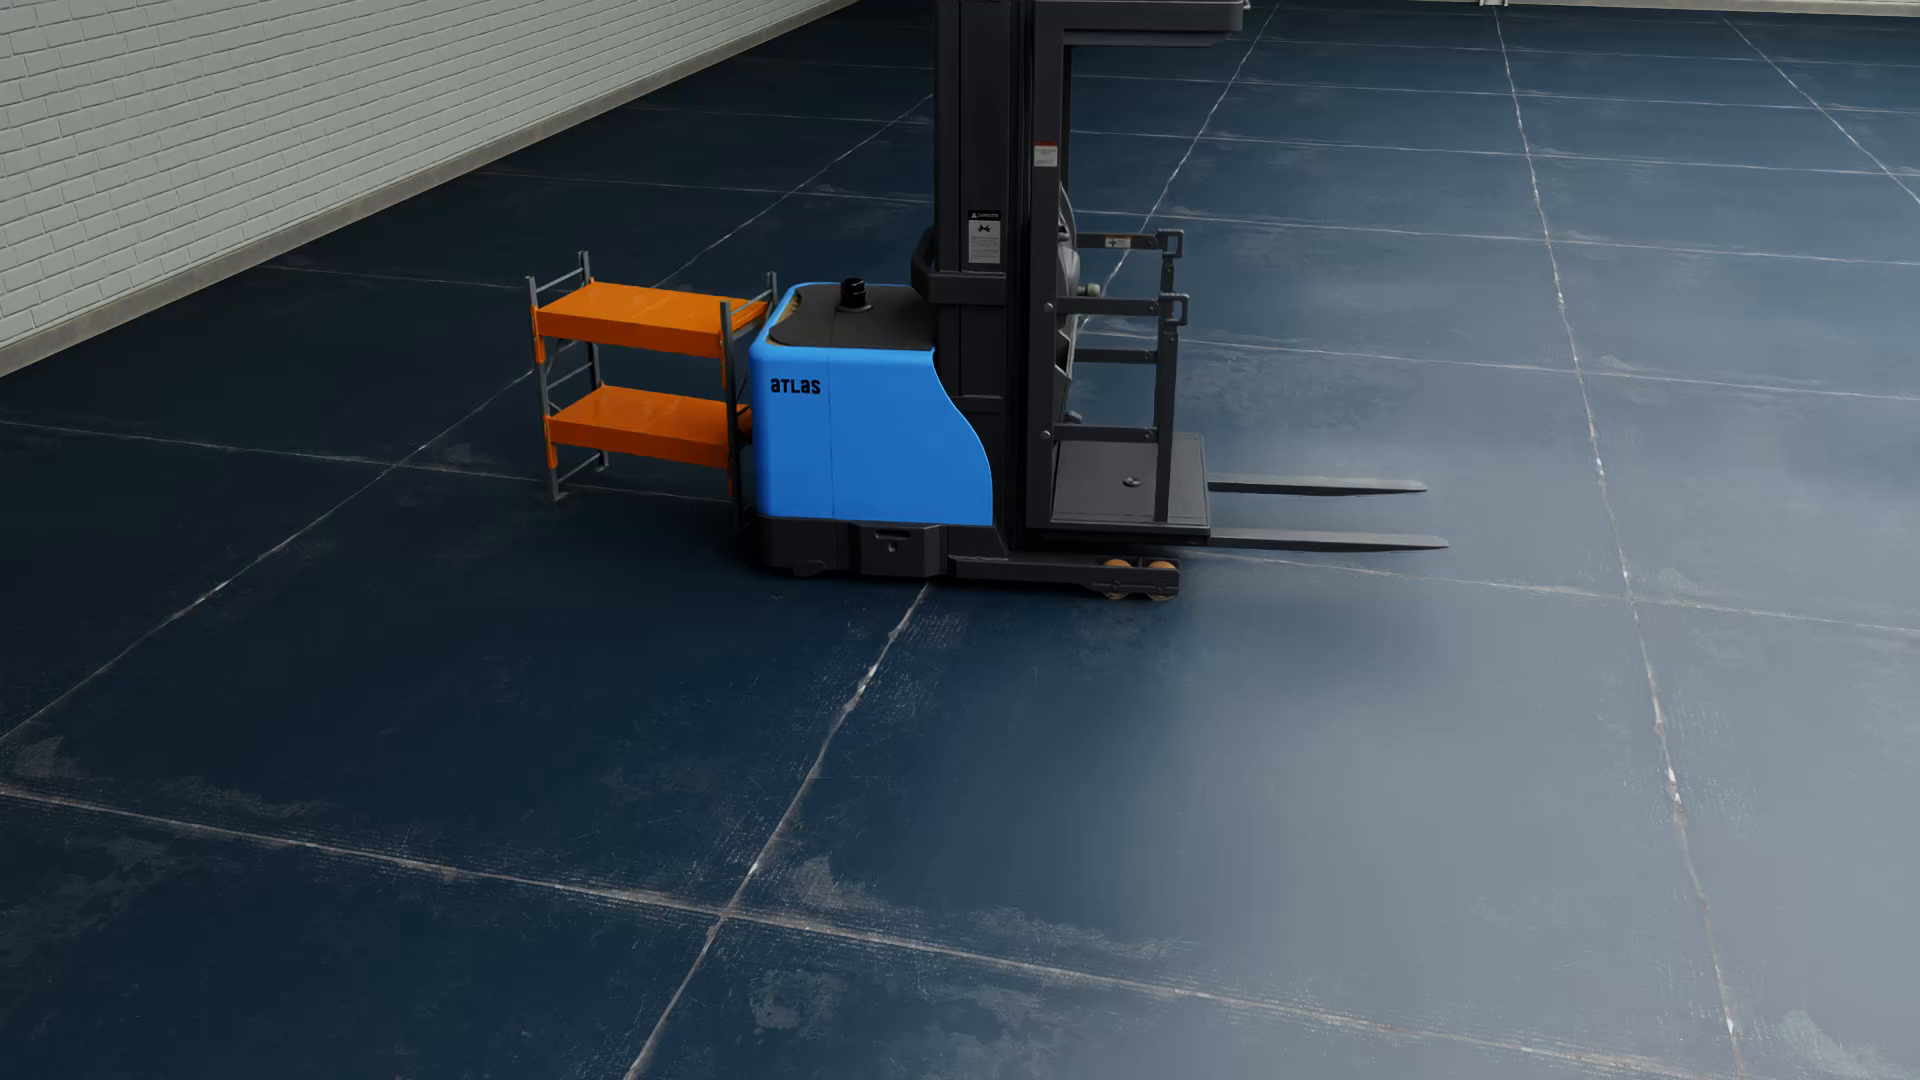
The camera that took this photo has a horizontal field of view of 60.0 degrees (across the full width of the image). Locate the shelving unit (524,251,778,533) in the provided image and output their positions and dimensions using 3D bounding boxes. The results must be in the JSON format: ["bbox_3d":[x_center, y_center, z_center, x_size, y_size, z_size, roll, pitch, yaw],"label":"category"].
[{"bbox_3d":[-1.435,-0.720,7.954,1.048,1.125,0.538,9,27,19],"label":"shelving unit"}]

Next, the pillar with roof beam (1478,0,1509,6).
[{"bbox_3d":[6.617,-10.000,18.286,0.400,9.000,9.100,6,26,13],"label":"pillar with roof beam"}]

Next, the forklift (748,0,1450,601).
[{"bbox_3d":[0.640,-1.302,7.075,3.031,2.935,1.130,2,26,5],"label":"forklift"}]

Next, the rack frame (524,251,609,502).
[{"bbox_3d":[-1.911,-0.798,8.117,0.032,1.125,0.500,9,27,19],"label":"rack frame"}]

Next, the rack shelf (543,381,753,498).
[{"bbox_3d":[-1.435,-0.500,8.060,1.000,0.278,0.538,9,27,19],"label":"rack shelf"}]

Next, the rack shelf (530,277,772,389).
[{"bbox_3d":[-1.435,-0.985,7.829,1.000,0.278,0.538,9,27,19],"label":"rack shelf"}]

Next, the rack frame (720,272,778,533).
[{"bbox_3d":[-0.960,-0.643,7.792,0.032,1.125,0.500,9,27,19],"label":"rack frame"}]
